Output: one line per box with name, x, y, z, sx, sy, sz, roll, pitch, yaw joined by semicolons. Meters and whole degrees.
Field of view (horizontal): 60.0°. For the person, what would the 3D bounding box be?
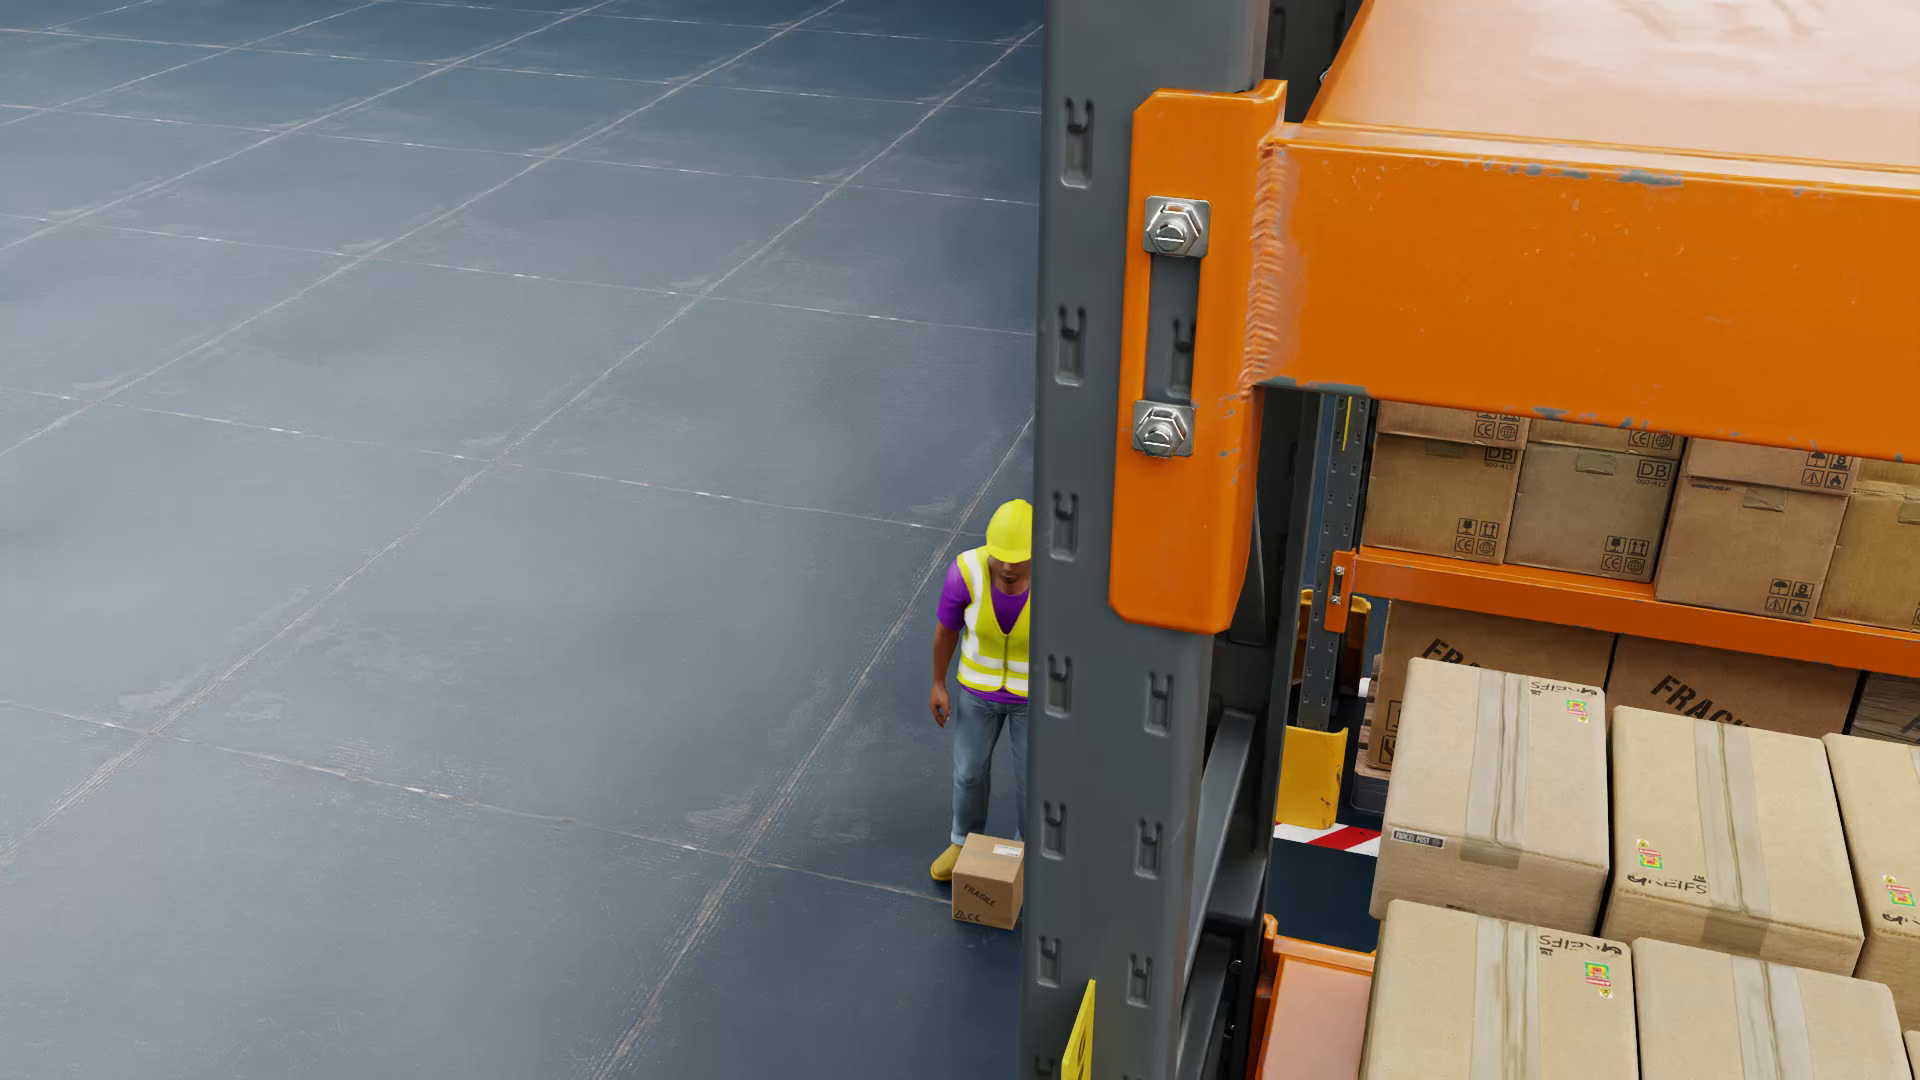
person;0.187;0.607;6.520;0.627;1.755;0.461;7;30;12
